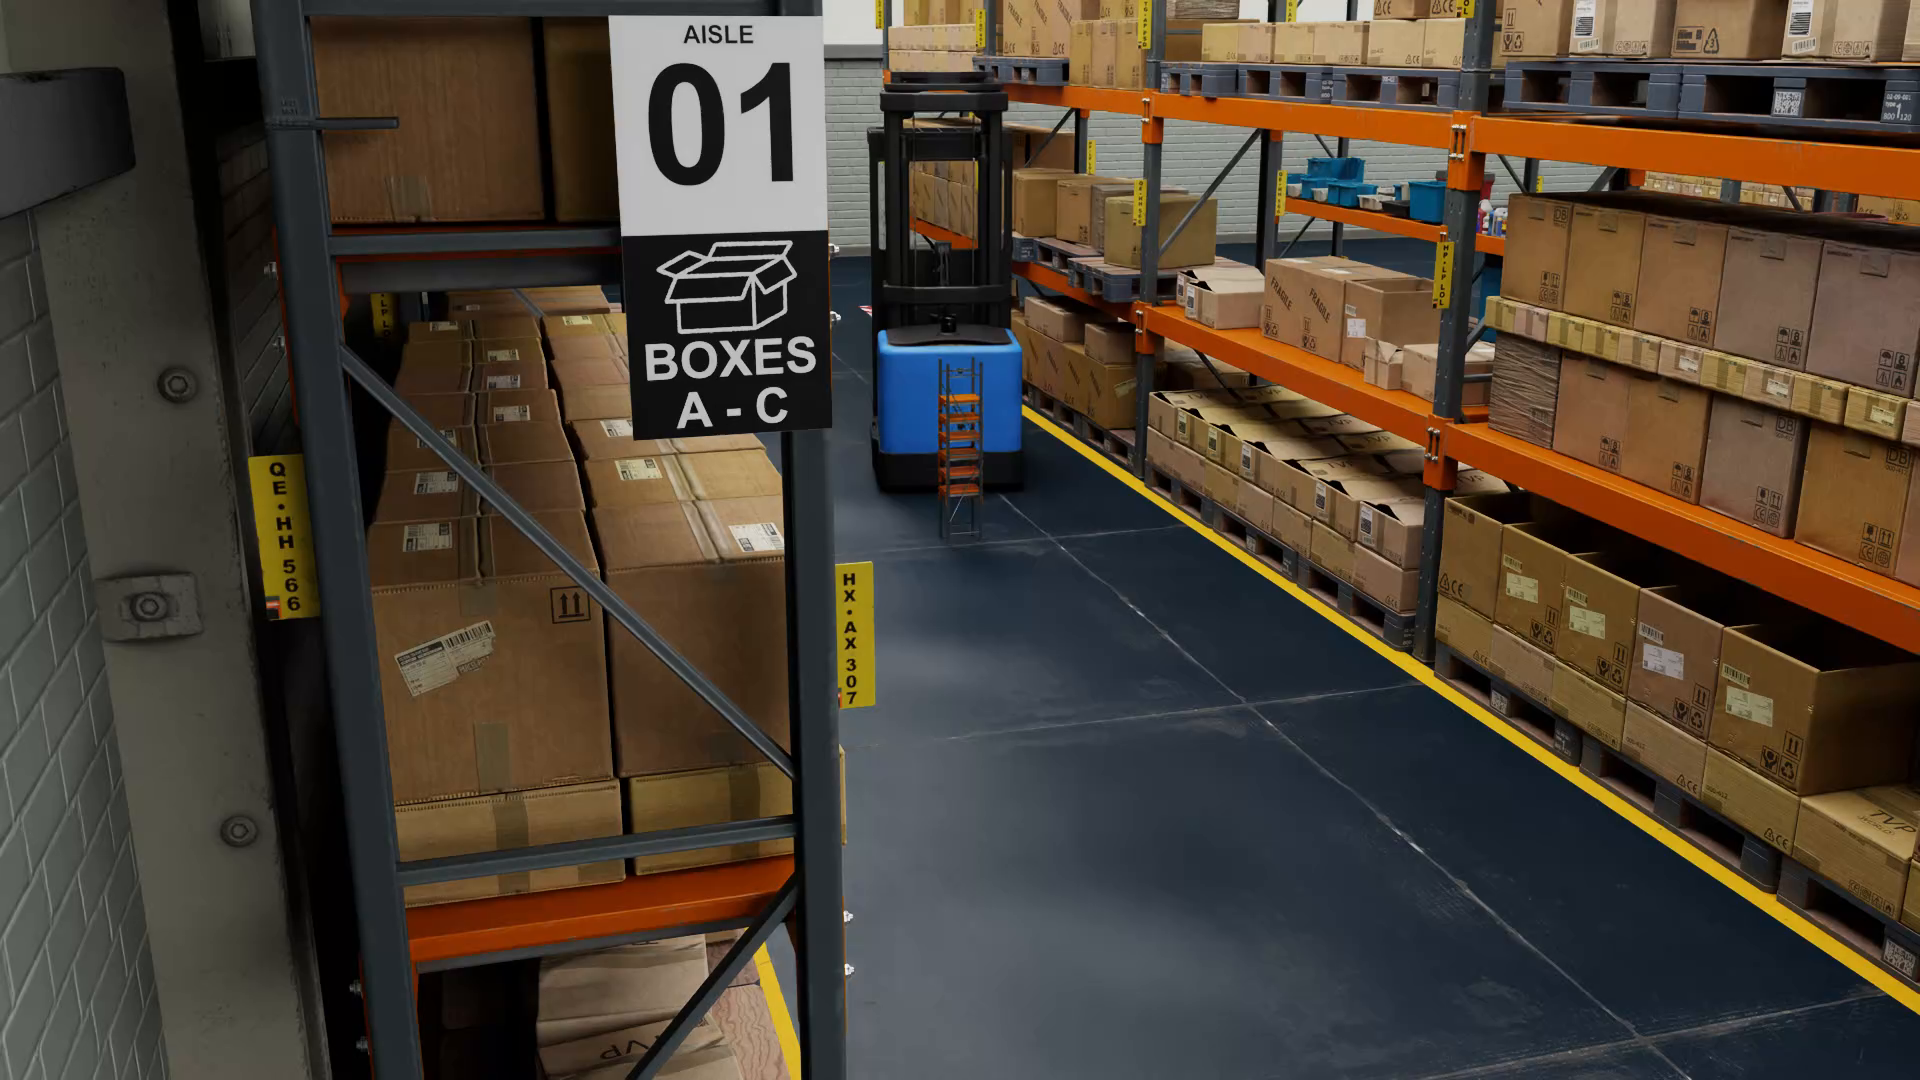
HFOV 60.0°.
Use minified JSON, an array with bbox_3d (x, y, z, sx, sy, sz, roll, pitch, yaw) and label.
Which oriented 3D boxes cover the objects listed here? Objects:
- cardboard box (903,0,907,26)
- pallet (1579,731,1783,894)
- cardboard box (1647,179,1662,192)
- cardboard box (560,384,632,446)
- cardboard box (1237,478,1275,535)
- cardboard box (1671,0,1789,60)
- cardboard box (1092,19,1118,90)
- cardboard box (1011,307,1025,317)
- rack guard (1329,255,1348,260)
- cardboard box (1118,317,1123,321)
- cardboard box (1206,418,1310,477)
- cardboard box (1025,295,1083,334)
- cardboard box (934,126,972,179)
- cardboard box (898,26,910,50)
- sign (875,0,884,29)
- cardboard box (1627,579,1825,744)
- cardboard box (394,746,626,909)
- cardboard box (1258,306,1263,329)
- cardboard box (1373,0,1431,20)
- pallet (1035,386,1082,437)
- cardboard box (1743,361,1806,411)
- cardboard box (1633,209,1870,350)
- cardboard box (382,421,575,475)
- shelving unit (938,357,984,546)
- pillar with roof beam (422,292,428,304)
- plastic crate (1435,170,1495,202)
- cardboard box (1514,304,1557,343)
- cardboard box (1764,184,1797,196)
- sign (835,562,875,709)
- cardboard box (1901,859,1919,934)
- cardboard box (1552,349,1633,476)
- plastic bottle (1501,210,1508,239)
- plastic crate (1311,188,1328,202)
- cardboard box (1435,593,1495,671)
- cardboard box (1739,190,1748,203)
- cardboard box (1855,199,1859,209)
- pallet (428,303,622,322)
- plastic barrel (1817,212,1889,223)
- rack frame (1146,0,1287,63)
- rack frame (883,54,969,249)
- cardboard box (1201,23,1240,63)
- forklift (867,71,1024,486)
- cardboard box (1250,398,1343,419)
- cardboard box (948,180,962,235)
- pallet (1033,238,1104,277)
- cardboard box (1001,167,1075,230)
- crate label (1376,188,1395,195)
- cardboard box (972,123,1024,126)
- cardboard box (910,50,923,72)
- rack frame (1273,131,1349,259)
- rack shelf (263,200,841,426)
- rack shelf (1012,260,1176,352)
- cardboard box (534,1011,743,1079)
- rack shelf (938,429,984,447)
[{"bbox_3d":[-0.232,-5.978,18.512,0.700,0.500,0.500,-5,17,-15],"label":"cardboard box"},{"bbox_3d":[3.426,1.061,7.053,1.003,0.211,1.213,-5,17,-15],"label":"pallet"},{"bbox_3d":[9.060,-4.551,21.326,0.380,0.149,0.250,-5,17,-17],"label":"cardboard box"},{"bbox_3d":[-1.012,-0.212,5.367,0.500,0.500,0.500,-4,17,-14],"label":"cardboard box"},{"bbox_3d":[2.099,-0.234,10.568,0.500,0.250,0.500,-4,17,-14],"label":"cardboard box"},{"bbox_3d":[3.240,-2.125,6.444,0.797,0.503,0.637,-3,17,-9],"label":"cardboard box"},{"bbox_3d":[1.517,-3.686,12.621,0.910,0.500,0.500,-5,17,-15],"label":"cardboard box"},{"bbox_3d":[0.609,-1.909,15.674,0.500,0.500,0.500,-6,18,-18],"label":"cardboard box"},{"bbox_3d":[4.356,-3.354,21.249,1.175,0.500,0.348,-5,17,-15],"label":"rack guard"},{"bbox_3d":[1.249,-1.811,15.347,0.500,0.500,0.500,-5,17,-15],"label":"cardboard box"},{"bbox_3d":[1.962,-0.641,10.947,0.500,0.311,0.500,-5,17,-17],"label":"cardboard box"},{"bbox_3d":[0.884,-1.992,14.645,0.500,0.250,0.500,-5,17,-15],"label":"cardboard box"},{"bbox_3d":[0.041,-3.976,17.062,0.500,0.500,0.500,-5,17,-15],"label":"cardboard box"},{"bbox_3d":[-0.367,-5.458,18.085,0.500,0.250,0.500,-5,17,-15],"label":"cardboard box"},{"bbox_3d":[-0.911,-5.967,18.871,0.100,0.325,0.005,-5,17,-15],"label":"sign"},{"bbox_3d":[3.150,0.489,6.858,0.500,0.500,0.500,-5,17,-15],"label":"cardboard box"},{"bbox_3d":[-1.069,0.612,3.928,0.500,0.250,0.500,-4,17,-14],"label":"cardboard box"},{"bbox_3d":[2.214,-1.474,11.081,0.380,0.149,0.250,-3,17,-11],"label":"cardboard box"},{"bbox_3d":[2.599,-3.090,9.039,0.500,0.500,0.500,-3,17,-10],"label":"cardboard box"},{"bbox_3d":[1.309,-1.153,14.424,1.003,0.211,1.213,-5,17,-15],"label":"pallet"},{"bbox_3d":[3.292,-0.607,6.459,0.380,0.149,0.250,-5,17,-16],"label":"cardboard box"},{"bbox_3d":[3.314,-1.105,6.986,0.700,0.500,0.500,-5,17,-15],"label":"cardboard box"},{"bbox_3d":[-1.363,-0.030,4.760,0.500,0.500,0.500,-5,17,-17],"label":"cardboard box"},{"bbox_3d":[0.004,-0.571,10.766,0.258,1.200,0.189,-5,17,-15],"label":"shelving unit"},{"bbox_3d":[-2.585,-7.654,20.792,9.100,9.000,0.400,-5,17,-15],"label":"pillar with roof beam"},{"bbox_3d":[5.470,-3.765,18.058,0.402,0.464,0.583,-5,17,-15],"label":"plastic crate"},{"bbox_3d":[2.866,-1.035,7.883,0.380,0.149,0.250,-4,17,-14],"label":"cardboard box"},{"bbox_3d":[9.718,-4.146,19.284,0.500,0.250,0.500,-4,17,-14],"label":"cardboard box"},{"bbox_3d":[-0.232,0.206,3.548,0.100,0.325,0.005,-5,17,-15],"label":"sign"},{"bbox_3d":[3.577,1.261,5.588,0.500,0.250,0.500,-5,17,-15],"label":"cardboard box"},{"bbox_3d":[3.188,-0.616,7.615,0.700,0.500,0.500,-5,17,-16],"label":"cardboard box"},{"bbox_3d":[5.341,-3.084,16.229,0.097,0.271,0.097,0,17,0],"label":"plastic bottle"},{"bbox_3d":[4.321,-4.071,19.645,0.250,0.136,0.298,-5,17,-15],"label":"plastic crate"},{"bbox_3d":[2.745,0.432,8.349,0.500,0.250,0.500,-5,17,-15],"label":"cardboard box"},{"bbox_3d":[9.484,-4.124,19.905,0.380,0.149,0.250,-5,17,-16],"label":"cardboard box"},{"bbox_3d":[10.403,-3.891,19.129,0.380,0.149,0.250,-5,18,-17],"label":"cardboard box"},{"bbox_3d":[-2.654,-1.269,10.296,1.213,0.211,1.003,-5,17,-15],"label":"pallet"},{"bbox_3d":[6.992,-2.294,13.137,0.600,0.536,0.708,-5,17,-15],"label":"plastic barrel"},{"bbox_3d":[1.810,-4.815,11.341,1.000,3.000,0.127,-5,17,-15],"label":"rack frame"},{"bbox_3d":[-0.389,-4.155,19.571,1.000,3.000,0.127,-5,17,-15],"label":"rack frame"},{"bbox_3d":[1.988,-3.387,11.331,0.500,0.250,0.500,-6,18,-19],"label":"cardboard box"},{"bbox_3d":[-0.162,-2.166,13.069,1.130,2.935,3.031,-1,17,-4],"label":"forklift"},{"bbox_3d":[2.339,-0.826,11.564,0.500,0.311,0.500,-5,17,-16],"label":"cardboard box"},{"bbox_3d":[0.183,-3.357,16.740,0.500,0.500,0.500,-4,17,-14],"label":"cardboard box"},{"bbox_3d":[1.271,-2.388,14.021,1.003,0.211,1.213,-5,17,-15],"label":"pallet"},{"bbox_3d":[0.625,-3.149,15.318,0.700,0.500,0.500,-12,20,-34],"label":"cardboard box"},{"bbox_3d":[4.939,-4.081,19.676,0.396,0.136,0.243,-5,17,-15],"label":"crate label"},{"bbox_3d":[0.425,-4.156,17.661,0.500,0.500,0.500,-4,17,-14],"label":"cardboard box"},{"bbox_3d":[-0.228,-5.080,17.697,0.500,0.250,0.500,-5,17,-15],"label":"cardboard box"},{"bbox_3d":[4.375,-4.546,20.871,1.000,3.000,0.127,-5,17,-15],"label":"rack frame"},{"bbox_3d":[-1.303,-0.982,5.044,1.077,0.370,4.000,-5,17,-15],"label":"rack shelf"},{"bbox_3d":[1.260,-2.151,14.149,1.077,0.370,4.000,-5,17,-15],"label":"rack shelf"},{"bbox_3d":[-0.857,1.542,4.514,0.500,0.311,0.500,-7,18,-22],"label":"cardboard box"},{"bbox_3d":[0.004,-0.643,10.744,0.258,0.103,0.180,-5,17,-15],"label":"rack shelf"}]
